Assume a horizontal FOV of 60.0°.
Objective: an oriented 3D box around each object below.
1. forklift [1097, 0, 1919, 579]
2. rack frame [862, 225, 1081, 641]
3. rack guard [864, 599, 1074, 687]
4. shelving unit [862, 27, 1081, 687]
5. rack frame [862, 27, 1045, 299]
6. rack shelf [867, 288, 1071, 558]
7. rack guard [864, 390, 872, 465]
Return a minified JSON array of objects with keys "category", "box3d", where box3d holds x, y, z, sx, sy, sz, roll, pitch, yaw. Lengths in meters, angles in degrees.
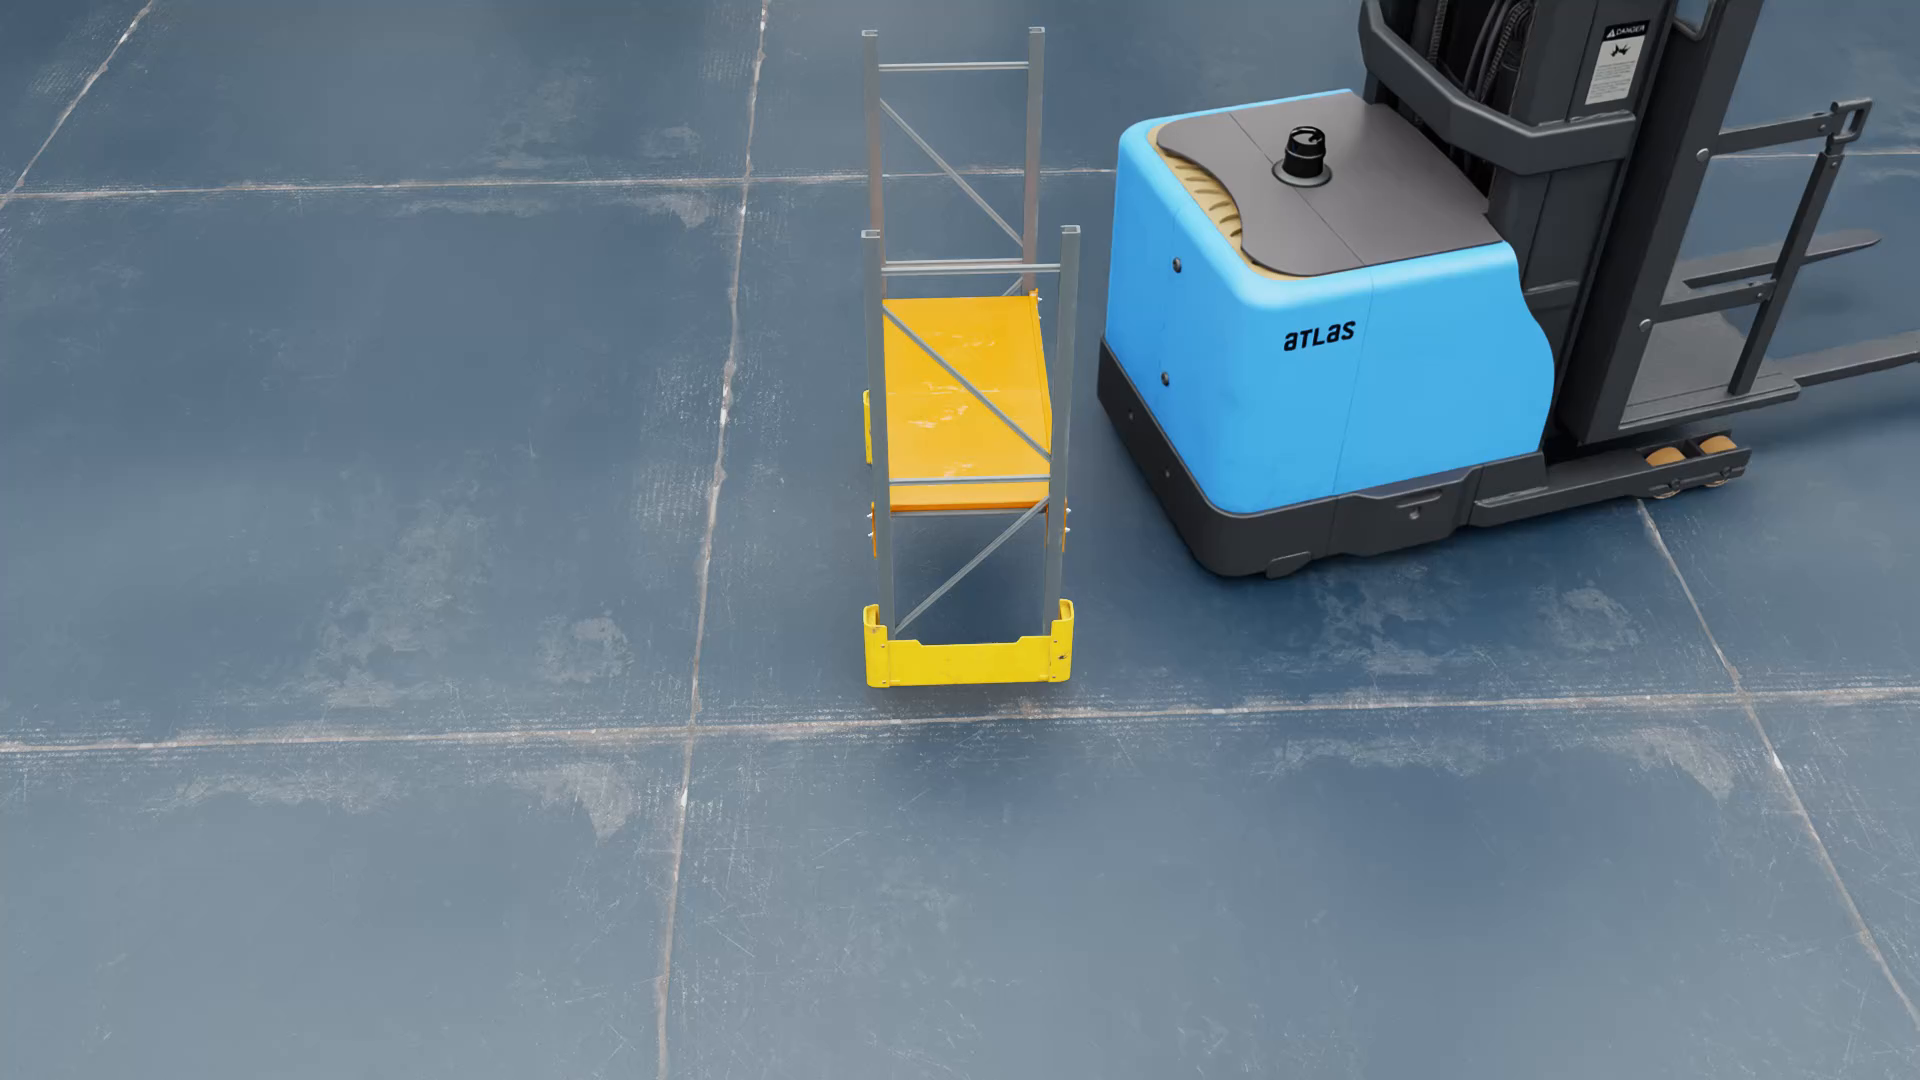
[{"category":"forklift","box3d":[2.043,-1.544,4.766,3.031,2.935,1.130,-12,44,-13]},{"category":"rack frame","box3d":[0.025,-0.152,4.306,0.500,1.500,0.032,-2,43,-2]},{"category":"rack guard","box3d":[0.024,0.296,4.743,0.587,0.250,0.087,-2,43,-2]},{"category":"shelving unit","box3d":[0.003,-0.501,4.687,0.587,1.500,1.083,-2,43,-2]},{"category":"rack frame","box3d":[-0.018,-0.838,5.055,0.500,1.500,0.032,-2,43,-2]},{"category":"rack shelf","box3d":[0.004,-0.363,4.802,0.538,0.185,1.000,-2,43,-2]},{"category":"rack guard","box3d":[-0.018,-0.377,5.476,0.587,0.250,0.087,-2,43,-2]}]
